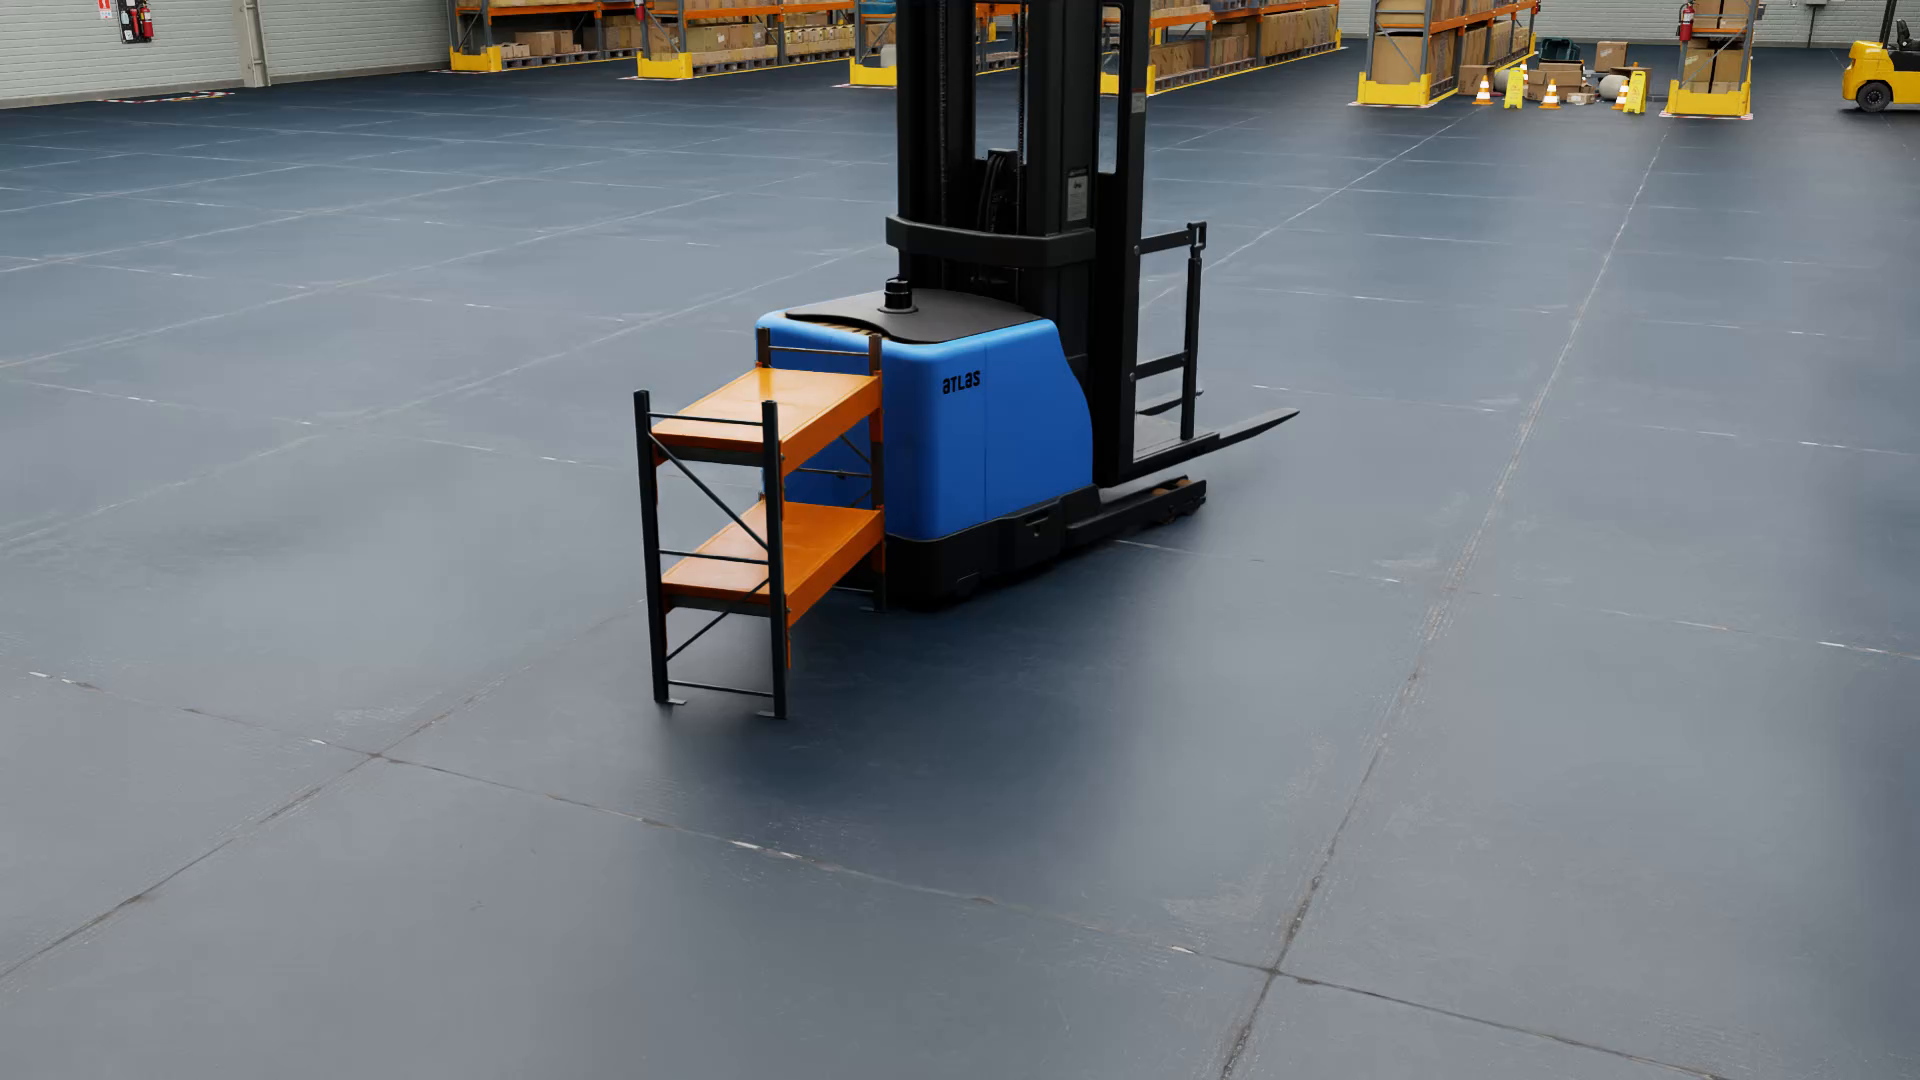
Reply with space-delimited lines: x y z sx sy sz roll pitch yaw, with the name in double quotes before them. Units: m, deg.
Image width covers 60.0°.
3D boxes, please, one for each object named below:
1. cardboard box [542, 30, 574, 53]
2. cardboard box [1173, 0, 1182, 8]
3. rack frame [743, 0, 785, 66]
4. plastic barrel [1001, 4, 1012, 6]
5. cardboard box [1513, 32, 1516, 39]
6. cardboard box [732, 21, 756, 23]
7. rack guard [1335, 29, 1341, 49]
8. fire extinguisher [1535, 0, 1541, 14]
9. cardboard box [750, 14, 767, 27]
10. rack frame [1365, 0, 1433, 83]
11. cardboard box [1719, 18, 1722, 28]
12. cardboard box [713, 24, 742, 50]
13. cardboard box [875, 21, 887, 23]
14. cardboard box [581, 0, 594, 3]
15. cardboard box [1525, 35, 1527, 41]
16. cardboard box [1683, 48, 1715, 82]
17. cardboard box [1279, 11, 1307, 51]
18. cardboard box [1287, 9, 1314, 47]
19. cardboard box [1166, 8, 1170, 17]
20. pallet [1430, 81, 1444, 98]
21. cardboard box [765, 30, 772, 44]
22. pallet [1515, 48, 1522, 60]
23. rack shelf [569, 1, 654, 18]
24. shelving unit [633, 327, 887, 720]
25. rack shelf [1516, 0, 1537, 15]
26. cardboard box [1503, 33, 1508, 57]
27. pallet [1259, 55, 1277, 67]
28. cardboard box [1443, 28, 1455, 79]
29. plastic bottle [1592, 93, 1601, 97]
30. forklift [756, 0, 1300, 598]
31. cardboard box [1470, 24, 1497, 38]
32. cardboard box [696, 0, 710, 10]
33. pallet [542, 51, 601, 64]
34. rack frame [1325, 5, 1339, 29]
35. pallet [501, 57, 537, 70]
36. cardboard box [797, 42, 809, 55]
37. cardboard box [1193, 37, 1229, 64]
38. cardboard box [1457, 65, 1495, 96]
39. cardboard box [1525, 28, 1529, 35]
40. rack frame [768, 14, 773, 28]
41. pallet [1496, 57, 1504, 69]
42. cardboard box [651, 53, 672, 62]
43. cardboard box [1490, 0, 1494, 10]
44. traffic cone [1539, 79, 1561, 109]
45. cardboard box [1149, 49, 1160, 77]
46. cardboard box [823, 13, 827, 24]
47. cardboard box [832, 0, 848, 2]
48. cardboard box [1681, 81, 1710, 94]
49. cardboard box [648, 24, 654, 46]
"cardboard box" -9.351 -11.599 38.680 0.500 0.500 0.500 7 21 19
"cardboard box" 3.761 -10.449 31.781 0.875 0.500 0.500 9 21 23
"rack frame" -4.442 -12.213 37.334 1.000 3.000 0.127 9 21 23
"plastic barrel" 0.968 -12.083 36.765 0.433 0.535 0.433 0 20 0
"cardboard box" 12.851 -11.875 39.123 0.380 0.149 0.250 10 22 25
"cardboard box" -4.918 -11.370 37.321 0.500 0.500 0.500 9 21 23
"rack guard" 9.518 -13.351 44.263 1.175 0.500 0.348 9 21 23
"fire extinguisher" 14.516 -13.611 41.937 0.296 0.674 0.183 9 21 23
"cardboard box" -5.834 -14.306 45.800 0.750 0.750 0.750 9 21 23
"rack frame" 7.440 -8.919 28.070 1.000 3.000 0.127 9 21 23
"cardboard box" 12.415 -8.306 26.724 0.380 0.149 0.250 9 21 24
"cardboard box" -5.041 -10.838 35.824 0.500 0.500 0.500 9 21 23
"cardboard box" -2.201 -13.468 42.817 0.500 0.250 0.500 8 21 22
"cardboard box" -8.880 -12.644 38.740 0.500 0.250 0.500 9 21 23
"cardboard box" 13.825 -12.445 41.170 0.380 0.149 0.250 8 21 20
"cardboard box" 12.087 -7.807 27.301 0.500 0.500 0.500 9 21 23
"cardboard box" 7.626 -12.297 40.113 1.225 0.875 0.875 9 21 23
"cardboard box" 8.213 -12.686 41.208 0.875 0.875 0.875 9 21 23
"cardboard box" 3.719 -9.869 31.117 0.380 0.149 0.250 9 21 23
"pallet" 8.197 -8.231 30.300 1.003 0.211 1.213 9 21 23
"cardboard box" -4.538 -11.543 38.089 0.500 0.311 0.500 9 21 23
"pallet" 13.095 -11.858 40.496 1.003 0.211 1.213 9 21 23
"rack shelf" -8.144 -13.164 41.082 1.077 0.370 4.000 9 21 23
"shelving unit" -0.687 -0.102 6.077 0.538 1.125 1.048 6 20 16
"rack shelf" 13.173 -12.859 40.225 1.077 0.370 4.000 9 21 23
"cardboard box" 12.070 -11.189 37.559 0.500 0.500 0.500 8 21 21
"pallet" 6.624 -10.992 38.063 1.003 0.211 1.213 9 21 23
"cardboard box" 8.756 -9.155 31.280 0.875 0.875 0.875 9 21 24
"plastic bottle" 11.396 -7.971 29.792 0.133 0.061 0.283 13 23 32
"forklift" 0.510 -1.558 7.475 1.130 2.935 3.031 17 26 40
"cardboard box" 11.219 -10.915 35.669 0.500 0.250 0.500 8 21 20
"cardboard box" -5.666 -11.340 34.729 0.700 0.500 0.500 9 22 24
"pallet" -9.206 -11.368 39.118 1.003 0.211 1.213 9 21 23
"rack frame" 9.508 -14.521 43.824 1.000 3.000 0.127 9 21 23
"pallet" -10.205 -10.622 37.021 1.003 0.211 1.213 9 21 23
"cardboard box" -3.840 -11.361 38.414 0.500 0.250 0.500 9 22 24
"cardboard box" 5.306 -10.381 35.257 0.700 0.500 0.500 7 21 18
"cardboard box" 9.378 -8.349 30.196 0.500 0.500 0.500 13 23 32
"cardboard box" 13.861 -12.582 41.113 0.380 0.149 0.250 8 21 21
"rack frame" -5.687 -15.337 46.119 1.000 3.000 0.127 9 21 23
"pallet" 11.538 -10.661 37.130 1.003 0.211 1.213 9 21 23
"cardboard box" -6.130 -10.097 34.861 0.500 0.250 0.500 9 21 23
"cardboard box" 10.776 -11.237 34.439 0.500 0.500 0.500 9 21 23
"traffic cone" 9.844 -7.432 27.675 0.336 0.463 0.334 9 21 23
"cardboard box" 3.441 -9.026 31.476 0.500 0.500 0.500 15 25 37
"cardboard box" -4.244 -15.353 49.265 0.700 0.500 0.500 9 21 23
"cardboard box" -2.920 -13.005 39.935 0.380 0.149 0.250 9 21 23
"cardboard box" 12.093 -7.464 27.457 0.500 0.250 0.500 8 21 22
"cardboard box" -8.067 -12.620 41.551 0.700 0.500 0.500 8 21 22
